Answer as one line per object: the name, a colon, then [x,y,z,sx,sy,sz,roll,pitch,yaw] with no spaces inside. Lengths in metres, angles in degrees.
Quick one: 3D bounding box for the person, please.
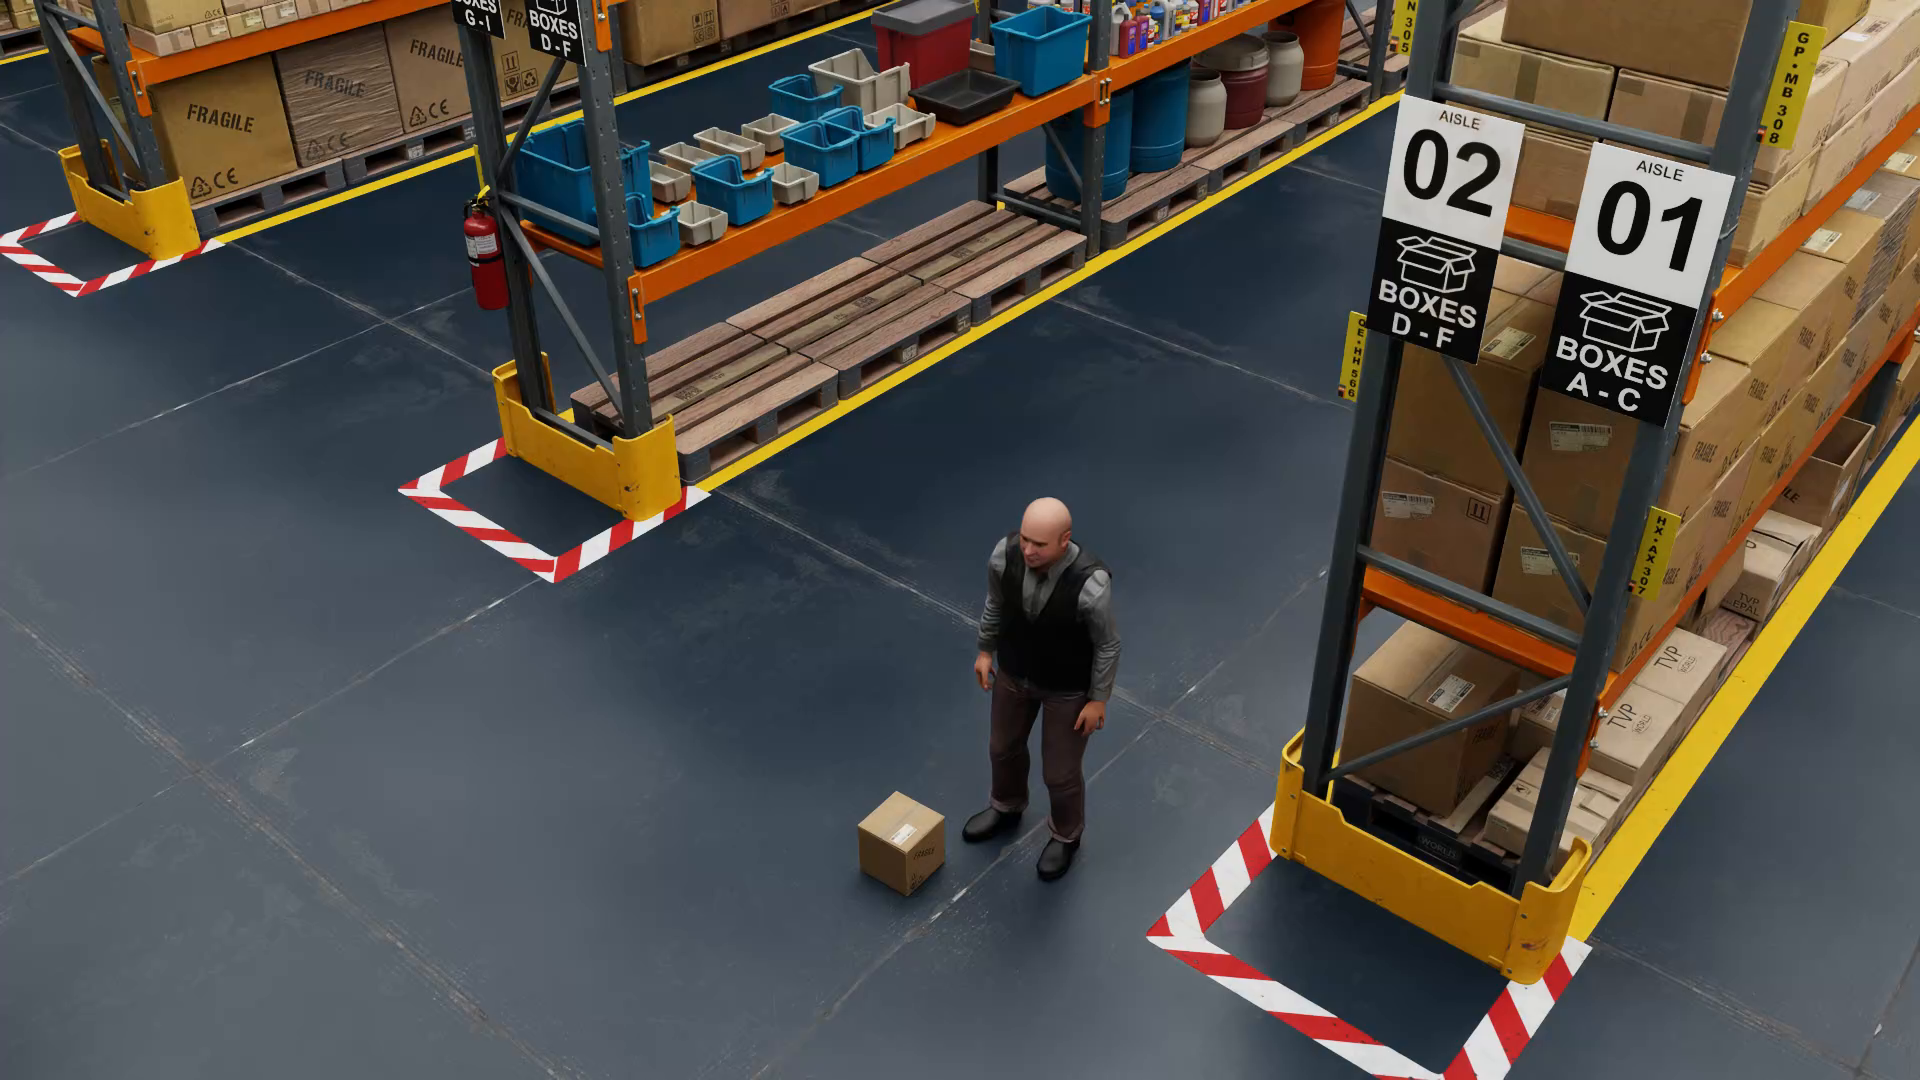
person: [0.338,0.529,6.404,0.588,1.721,0.410,23,41,29]
